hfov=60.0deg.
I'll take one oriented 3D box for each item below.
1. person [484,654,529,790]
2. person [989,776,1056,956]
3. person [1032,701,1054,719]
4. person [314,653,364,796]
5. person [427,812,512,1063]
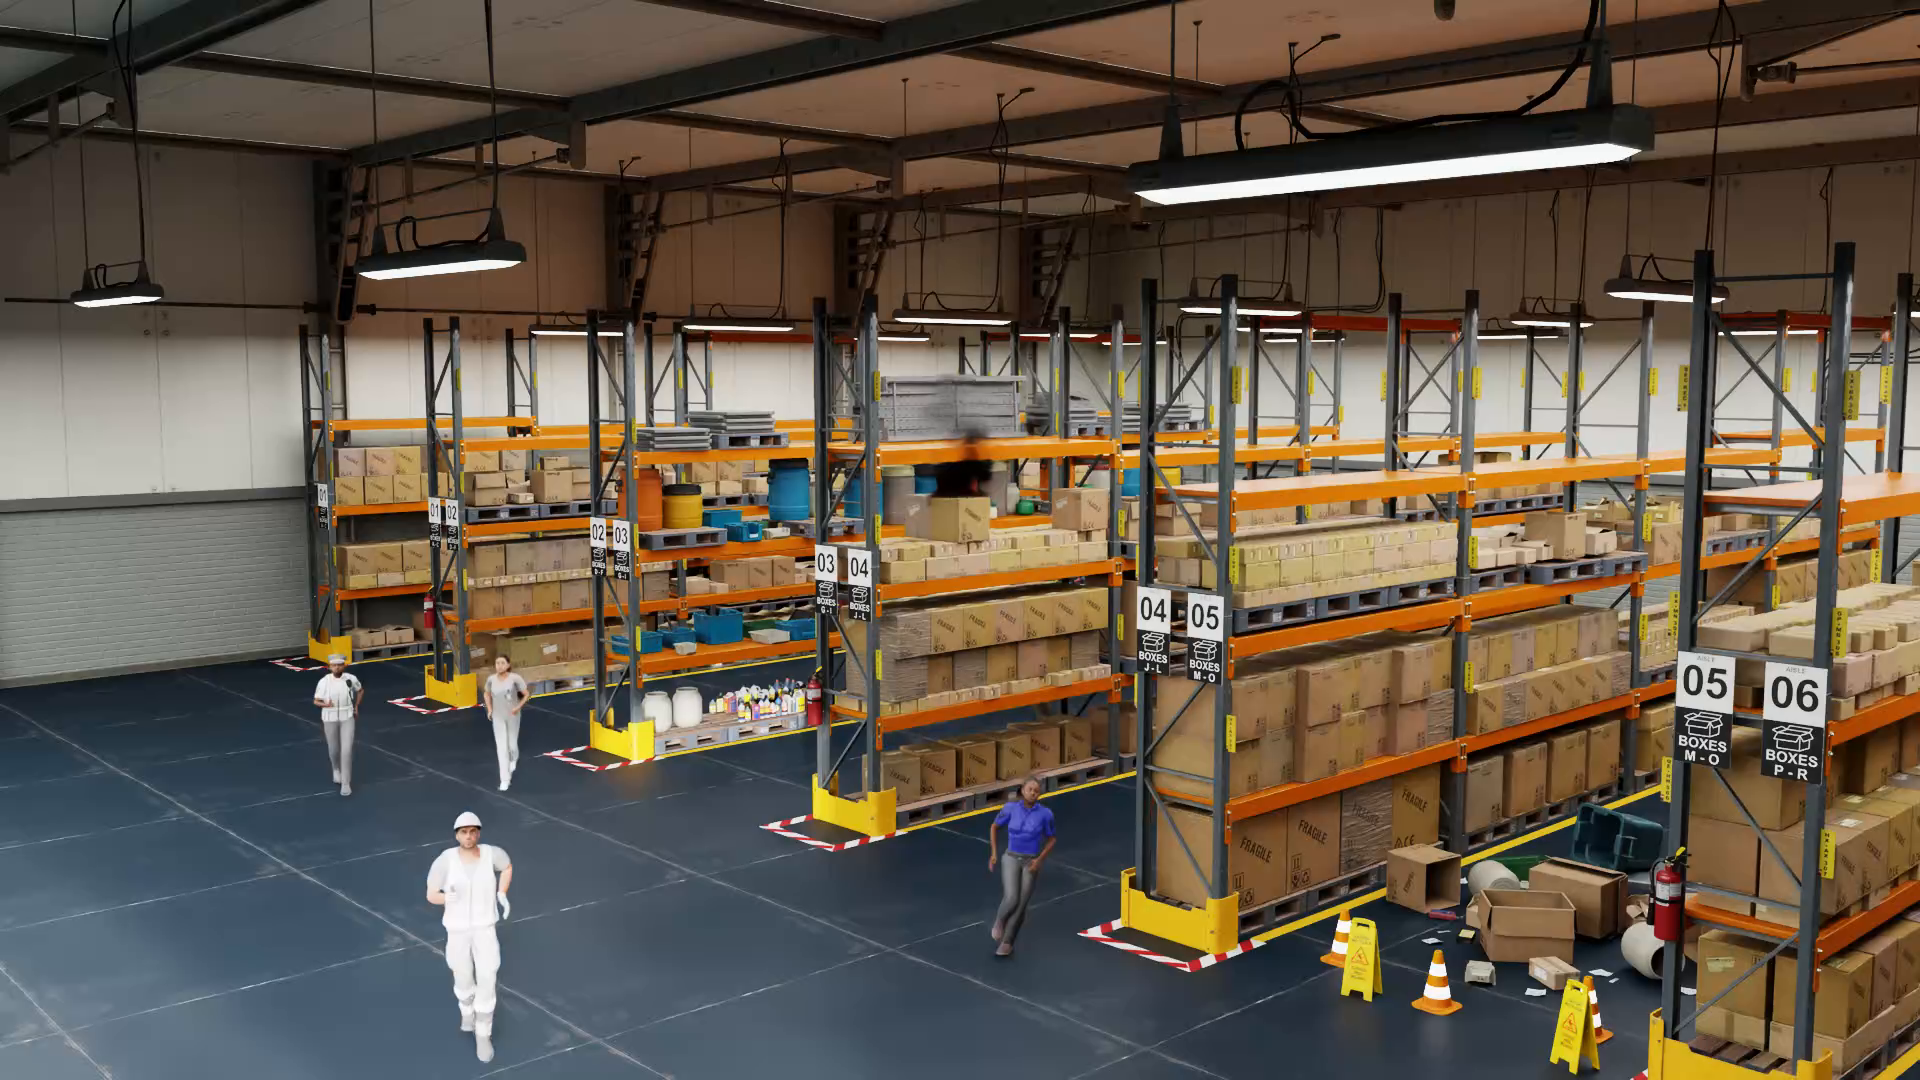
[{"bbox_3d":[-5.667,2.228,20.812,0.567,1.662,0.840,-1,6,-6],"label":"person"},{"bbox_3d":[0.558,2.894,14.715,0.593,1.592,0.506,0,6,0],"label":"person"},{"bbox_3d":[1.097,1.915,23.867,0.622,1.702,0.633,5,7,38],"label":"person"},{"bbox_3d":[-7.647,2.231,20.496,0.581,1.694,0.876,-2,6,-19],"label":"person"},{"bbox_3d":[-3.733,2.981,12.702,0.632,1.832,0.745,-2,6,-16],"label":"person"}]
